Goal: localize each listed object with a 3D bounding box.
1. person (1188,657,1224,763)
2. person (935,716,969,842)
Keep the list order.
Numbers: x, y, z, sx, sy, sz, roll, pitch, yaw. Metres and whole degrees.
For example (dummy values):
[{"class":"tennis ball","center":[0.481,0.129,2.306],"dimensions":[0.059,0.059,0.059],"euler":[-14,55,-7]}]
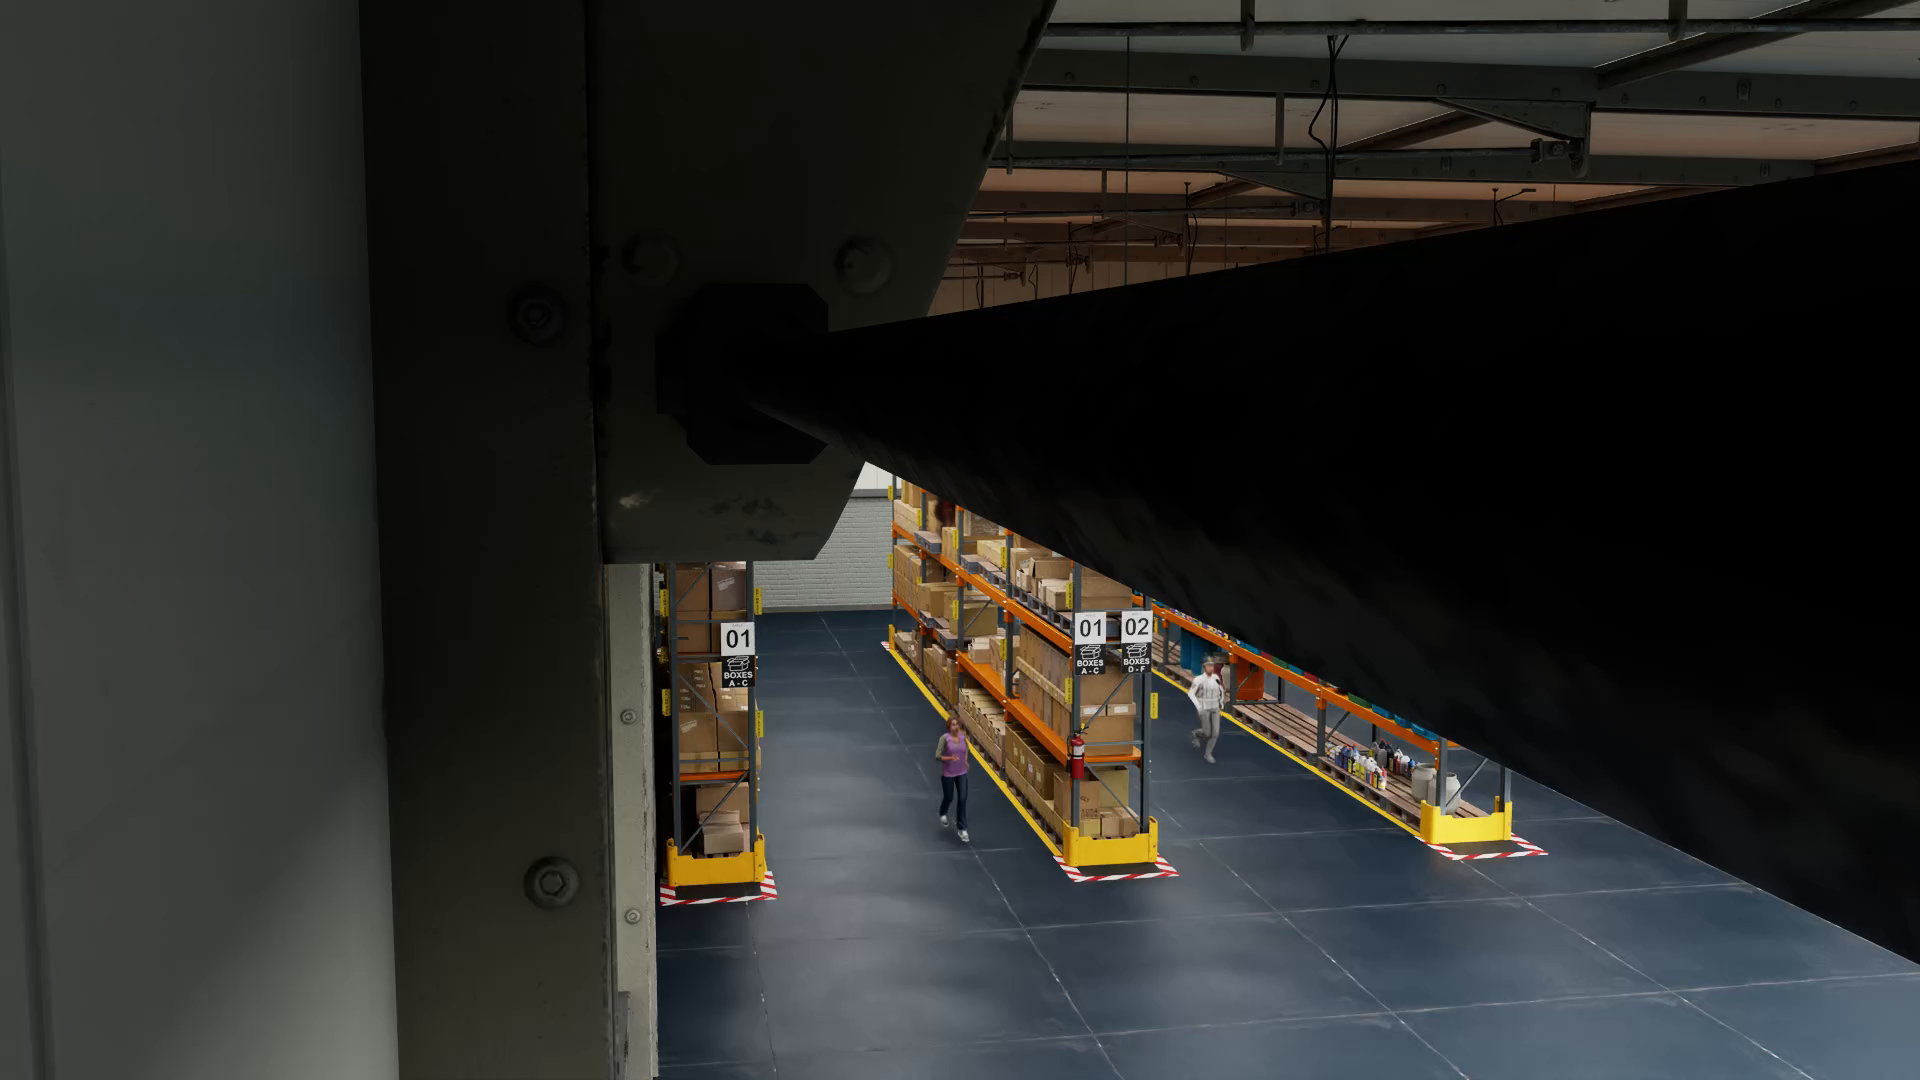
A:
[{"class":"person","center":[3.928,2.669,26.419],"dimensions":[0.625,1.662,0.600],"euler":[-2,6,-18]},{"class":"person","center":[-0.080,3.125,22.086],"dimensions":[0.538,1.596,0.844],"euler":[-2,7,-19]}]
